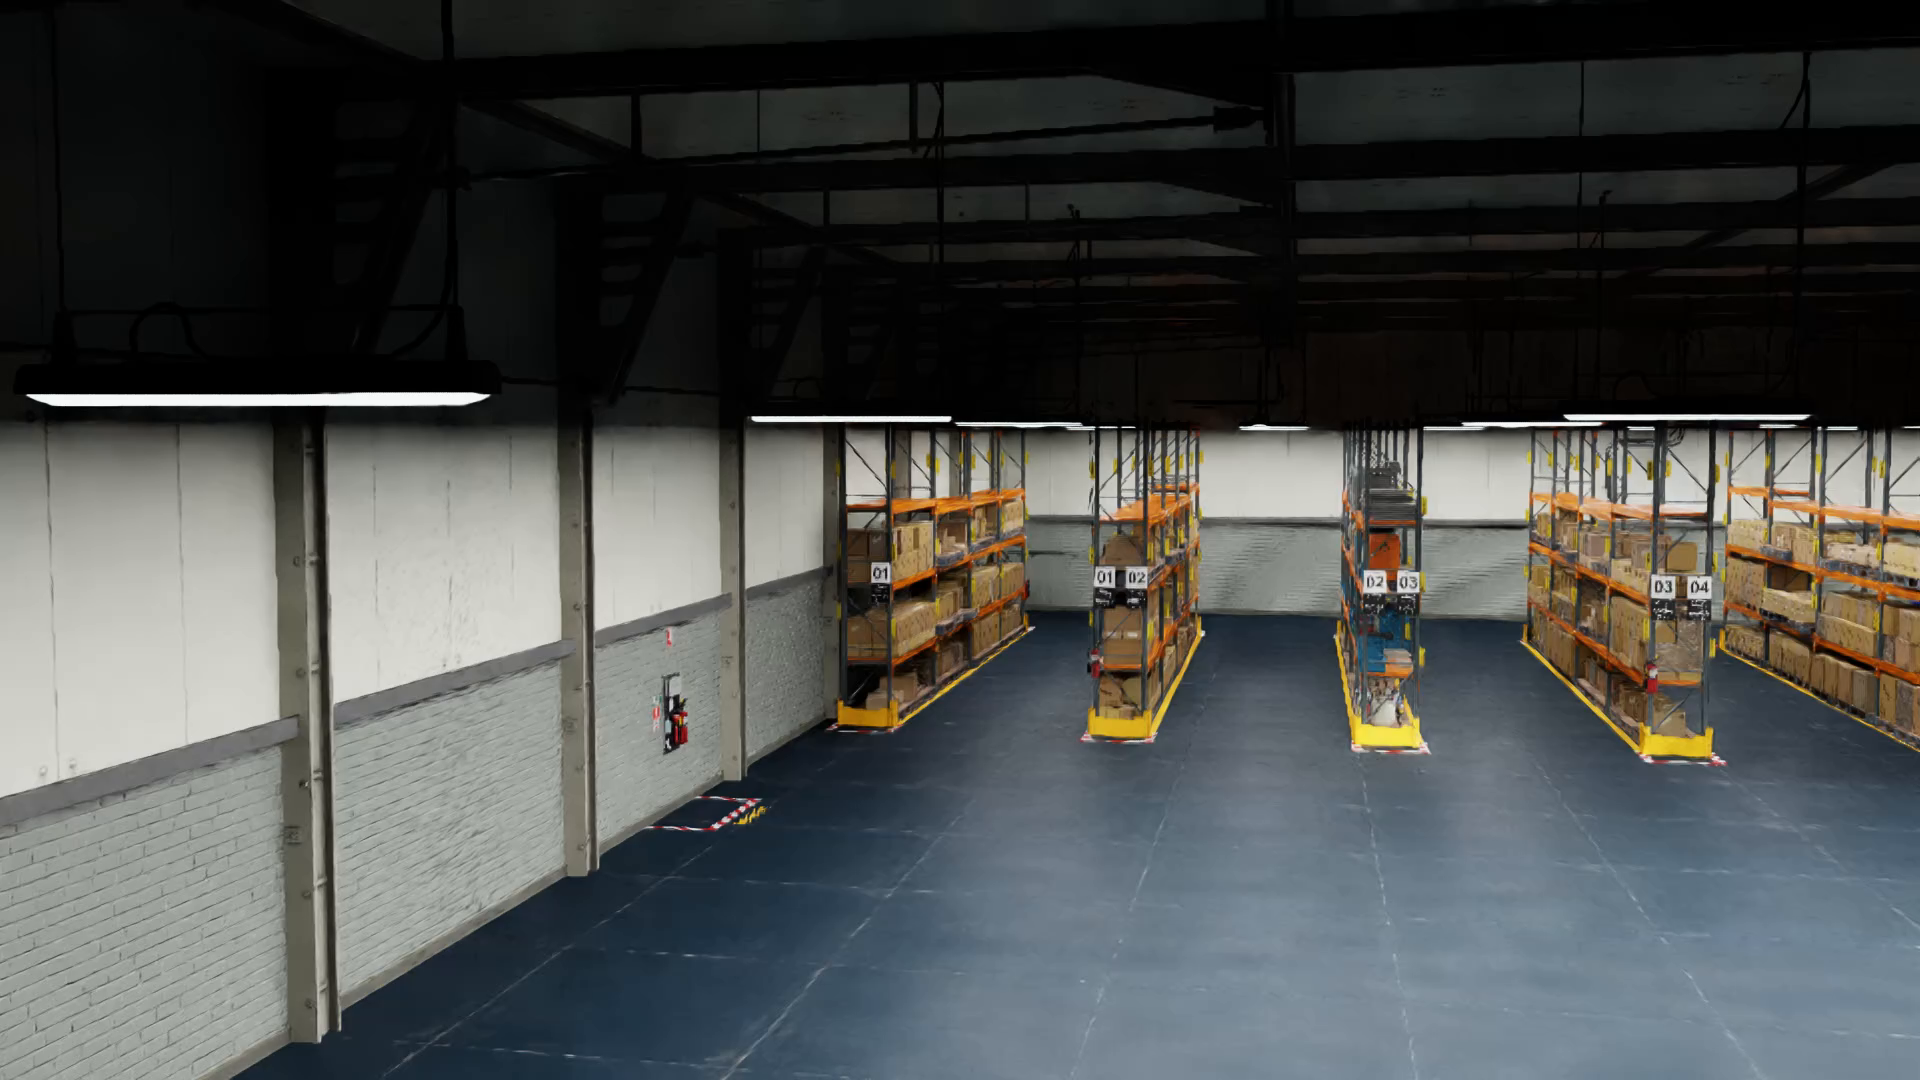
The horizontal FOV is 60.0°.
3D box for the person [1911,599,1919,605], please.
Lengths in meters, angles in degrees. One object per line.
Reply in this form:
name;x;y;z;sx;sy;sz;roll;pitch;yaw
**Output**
person;26.384;1.943;45.705;0.570;1.645;0.499;-2;4;-31
